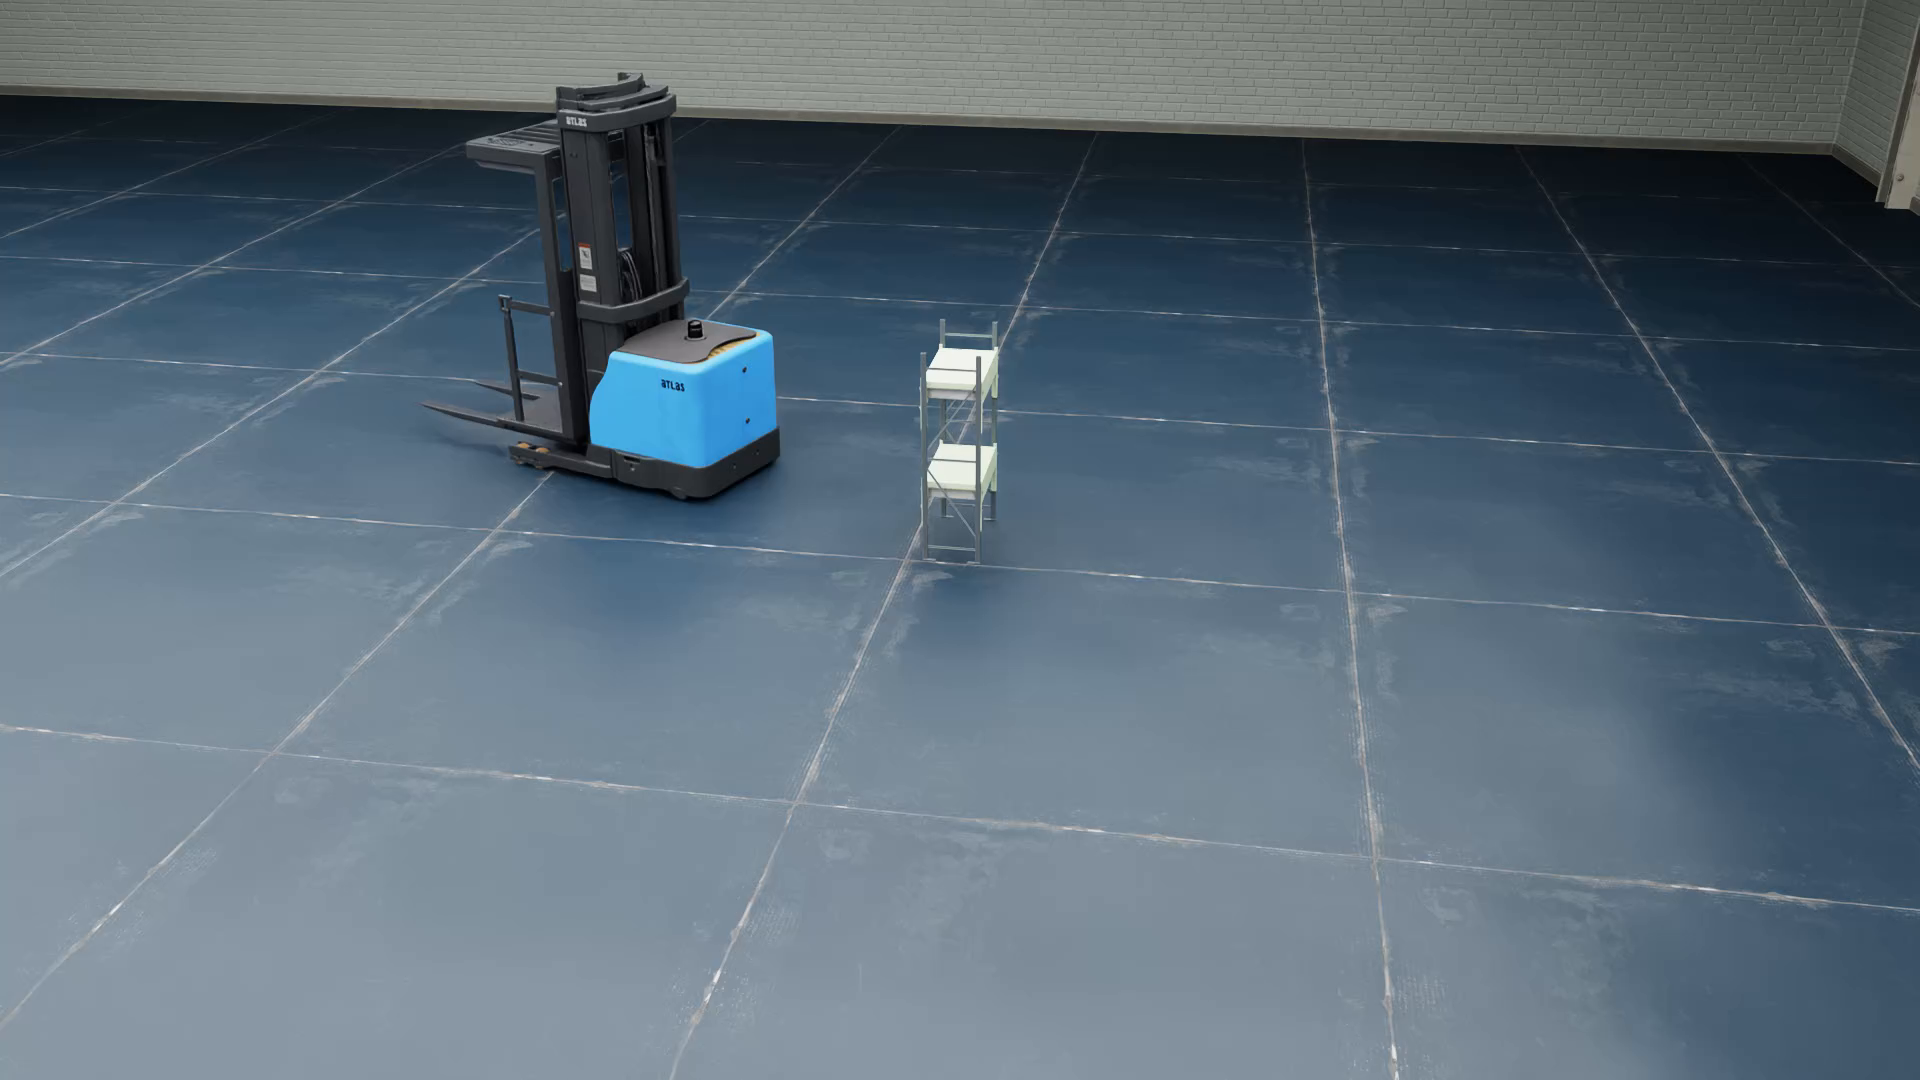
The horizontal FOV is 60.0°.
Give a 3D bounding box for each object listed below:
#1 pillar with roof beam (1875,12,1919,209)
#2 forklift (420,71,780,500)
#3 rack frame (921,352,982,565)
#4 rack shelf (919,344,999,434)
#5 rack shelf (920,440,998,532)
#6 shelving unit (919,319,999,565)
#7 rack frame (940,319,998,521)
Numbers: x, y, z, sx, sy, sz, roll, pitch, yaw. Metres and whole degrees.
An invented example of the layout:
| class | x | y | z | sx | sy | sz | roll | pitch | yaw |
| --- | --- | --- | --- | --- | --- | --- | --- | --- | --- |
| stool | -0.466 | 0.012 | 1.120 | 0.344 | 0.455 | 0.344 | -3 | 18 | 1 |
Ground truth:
| class | x | y | z | sx | sy | sz | roll | pitch | yaw |
| --- | --- | --- | --- | --- | --- | --- | --- | --- | --- |
| pillar with roof beam | 7.381 | -8.548 | 19.442 | 9.100 | 9.000 | 0.400 | 4 | 25 | 9 |
| forklift | -2.951 | -2.062 | 12.741 | 3.031 | 2.935 | 1.130 | 13 | 28 | 26 |
| rack frame | -0.059 | -0.529 | 11.155 | 0.400 | 1.500 | 0.023 | 4 | 25 | 9 |
| rack shelf | 0.001 | -1.036 | 11.317 | 0.431 | 0.370 | 0.720 | 4 | 25 | 9 |
| rack shelf | 0.001 | -0.387 | 11.620 | 0.431 | 0.370 | 0.720 | 4 | 25 | 9 |
| shelving unit | 0.001 | -0.682 | 11.482 | 0.431 | 1.500 | 0.755 | 4 | 25 | 9 |
| rack frame | 0.061 | -0.835 | 11.809 | 0.400 | 1.500 | 0.023 | 4 | 25 | 9 |
